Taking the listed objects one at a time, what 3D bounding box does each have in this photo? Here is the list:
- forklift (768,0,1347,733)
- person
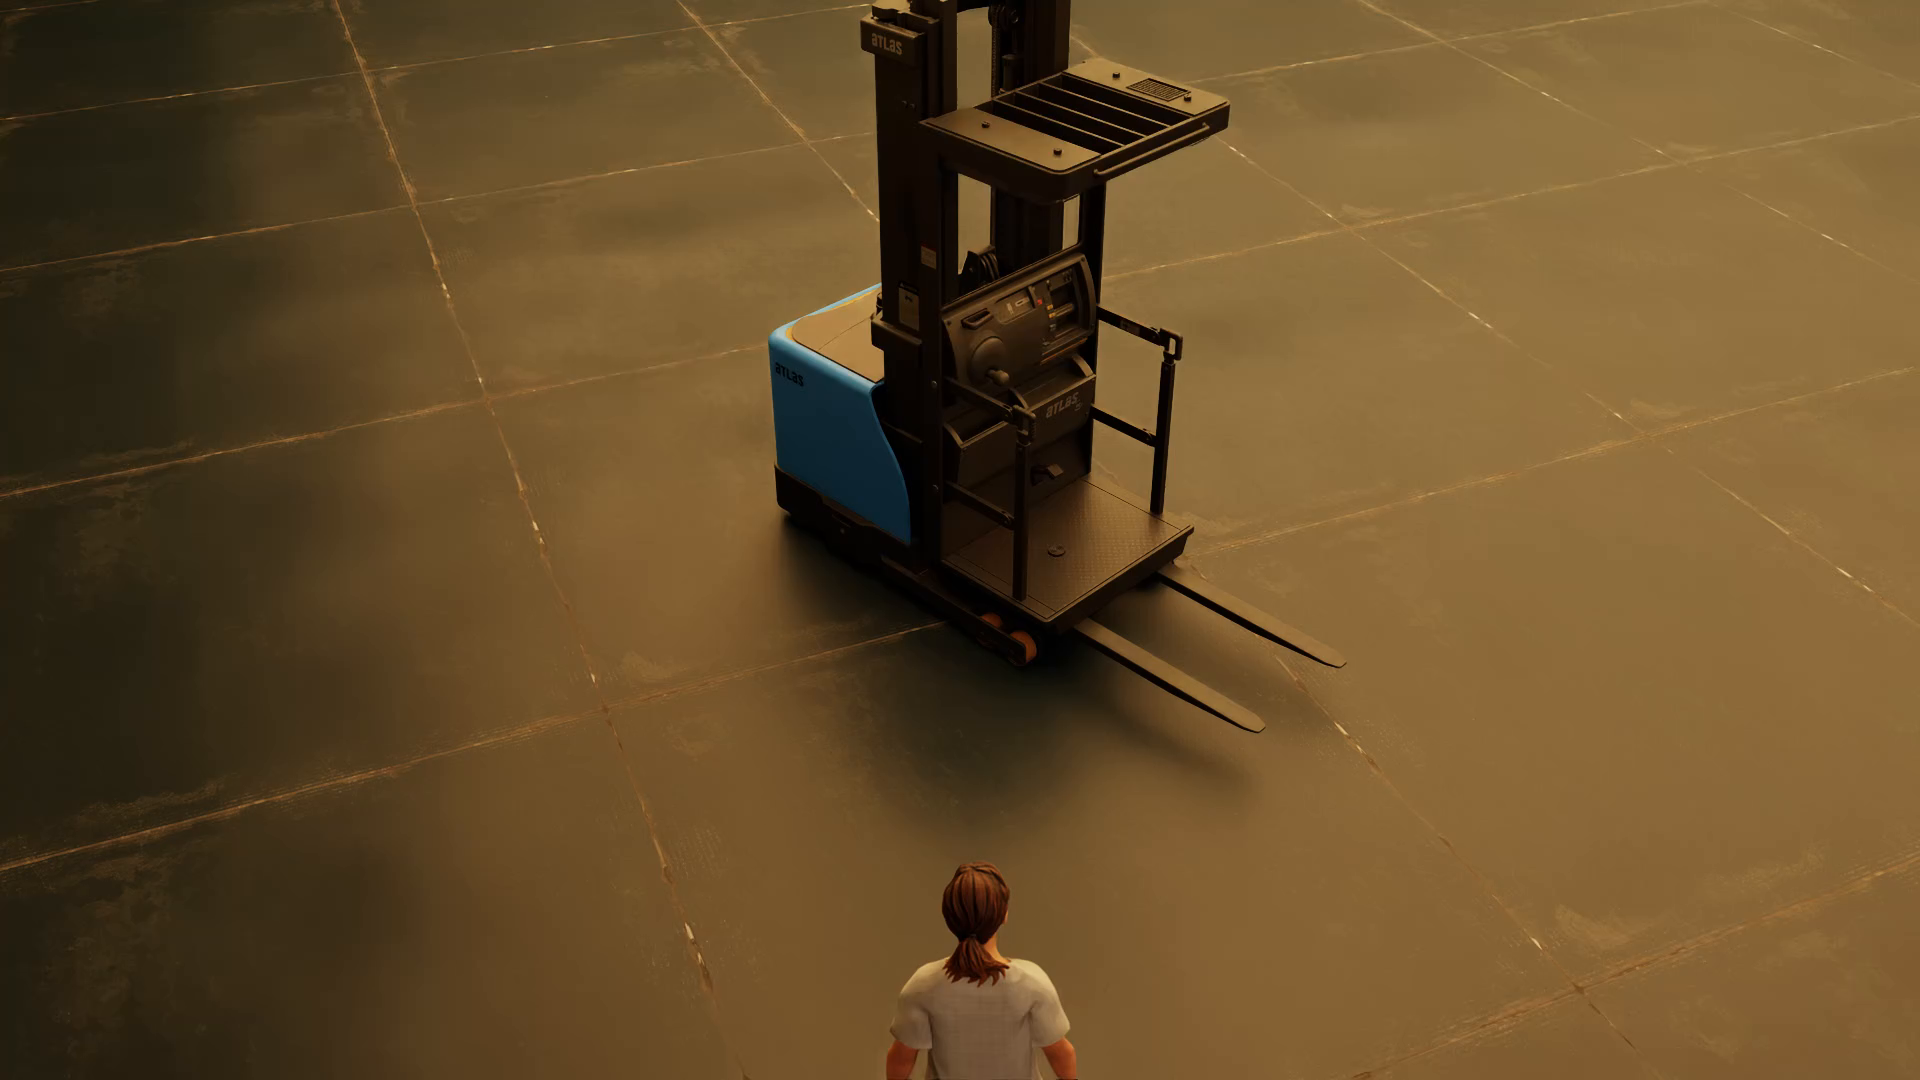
[{"bbox_3d":[0.432,-0.946,7.429,3.031,2.935,1.130,30,45,35],"label":"forklift"},{"bbox_3d":[0.053,1.597,4.871,0.568,1.678,0.392,1,35,2],"label":"person"}]
